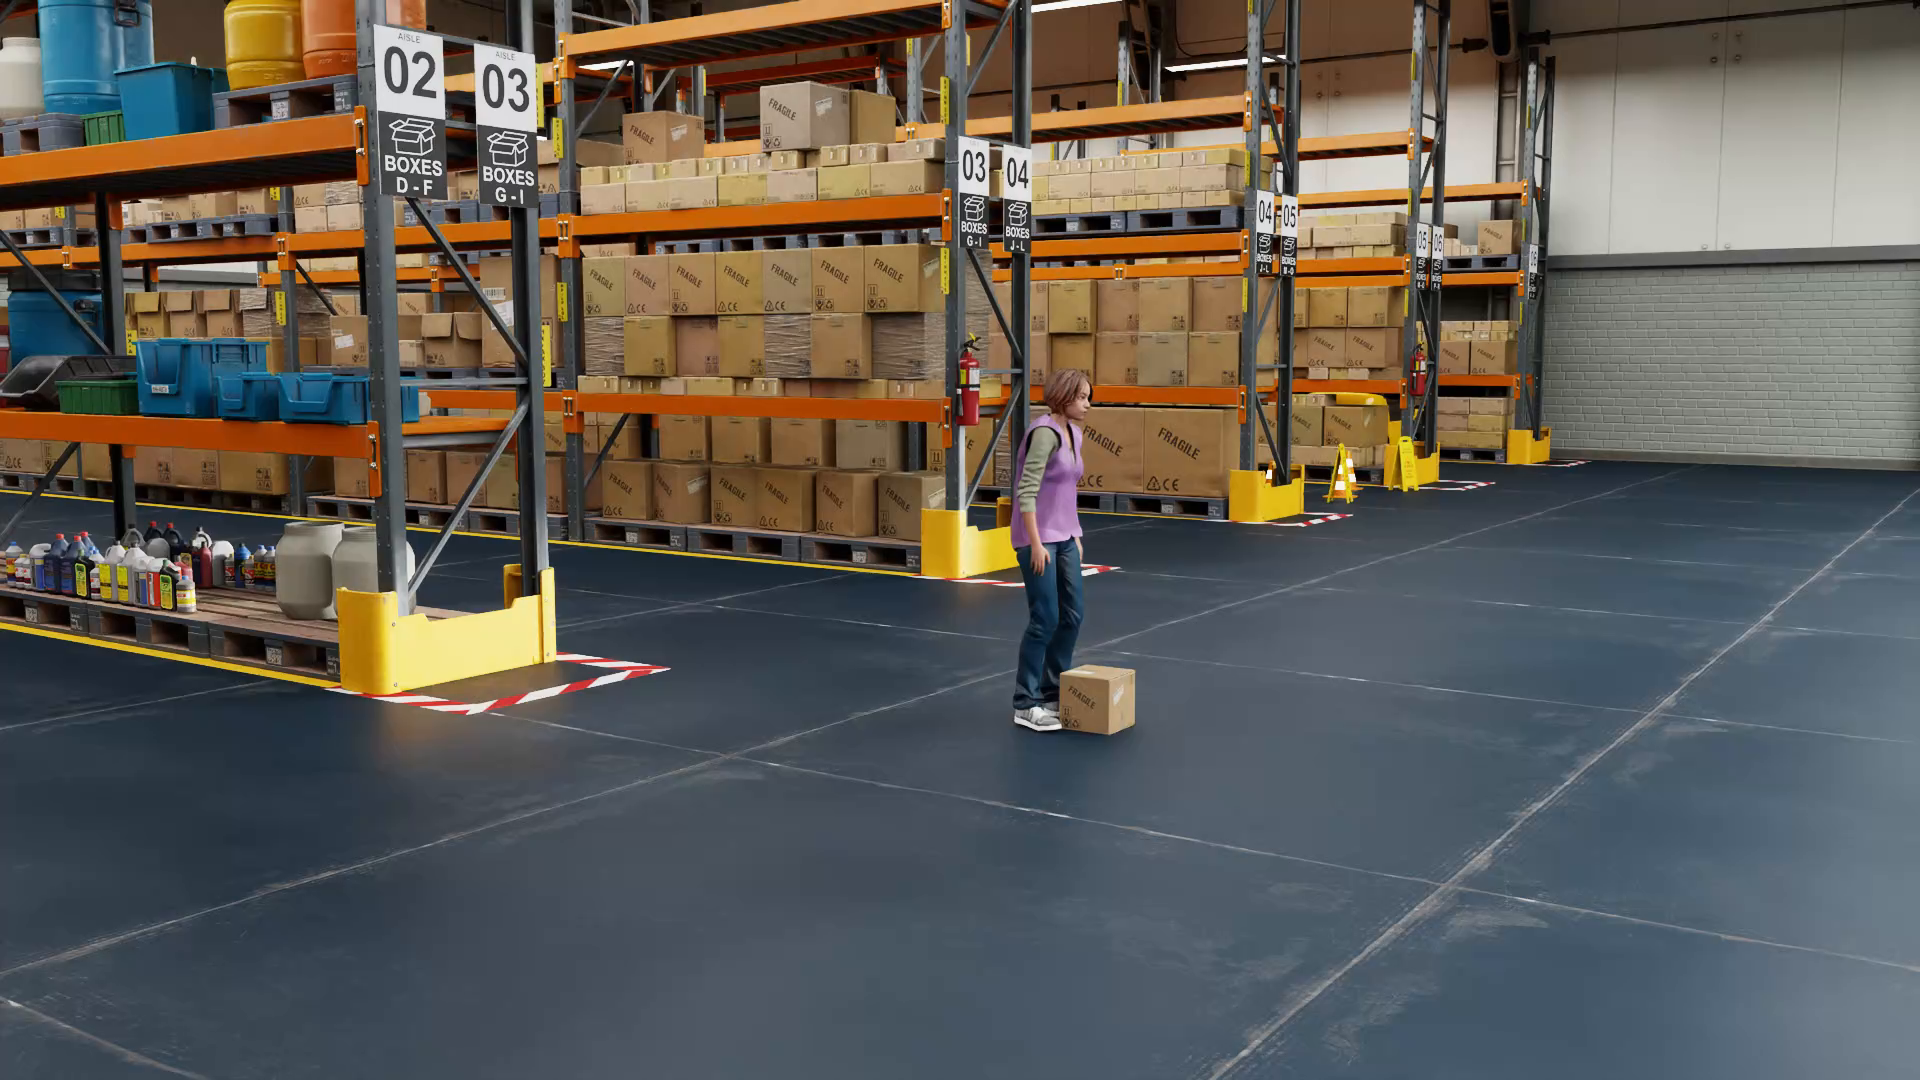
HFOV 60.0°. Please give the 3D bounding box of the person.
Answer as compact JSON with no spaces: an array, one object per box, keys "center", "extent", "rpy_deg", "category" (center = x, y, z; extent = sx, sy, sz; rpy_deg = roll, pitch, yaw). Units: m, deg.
[{"center":[0.423,0.035,7.447],"extent":[0.378,1.580,0.482],"rpy_deg":[4,8,30],"category":"person"}]
